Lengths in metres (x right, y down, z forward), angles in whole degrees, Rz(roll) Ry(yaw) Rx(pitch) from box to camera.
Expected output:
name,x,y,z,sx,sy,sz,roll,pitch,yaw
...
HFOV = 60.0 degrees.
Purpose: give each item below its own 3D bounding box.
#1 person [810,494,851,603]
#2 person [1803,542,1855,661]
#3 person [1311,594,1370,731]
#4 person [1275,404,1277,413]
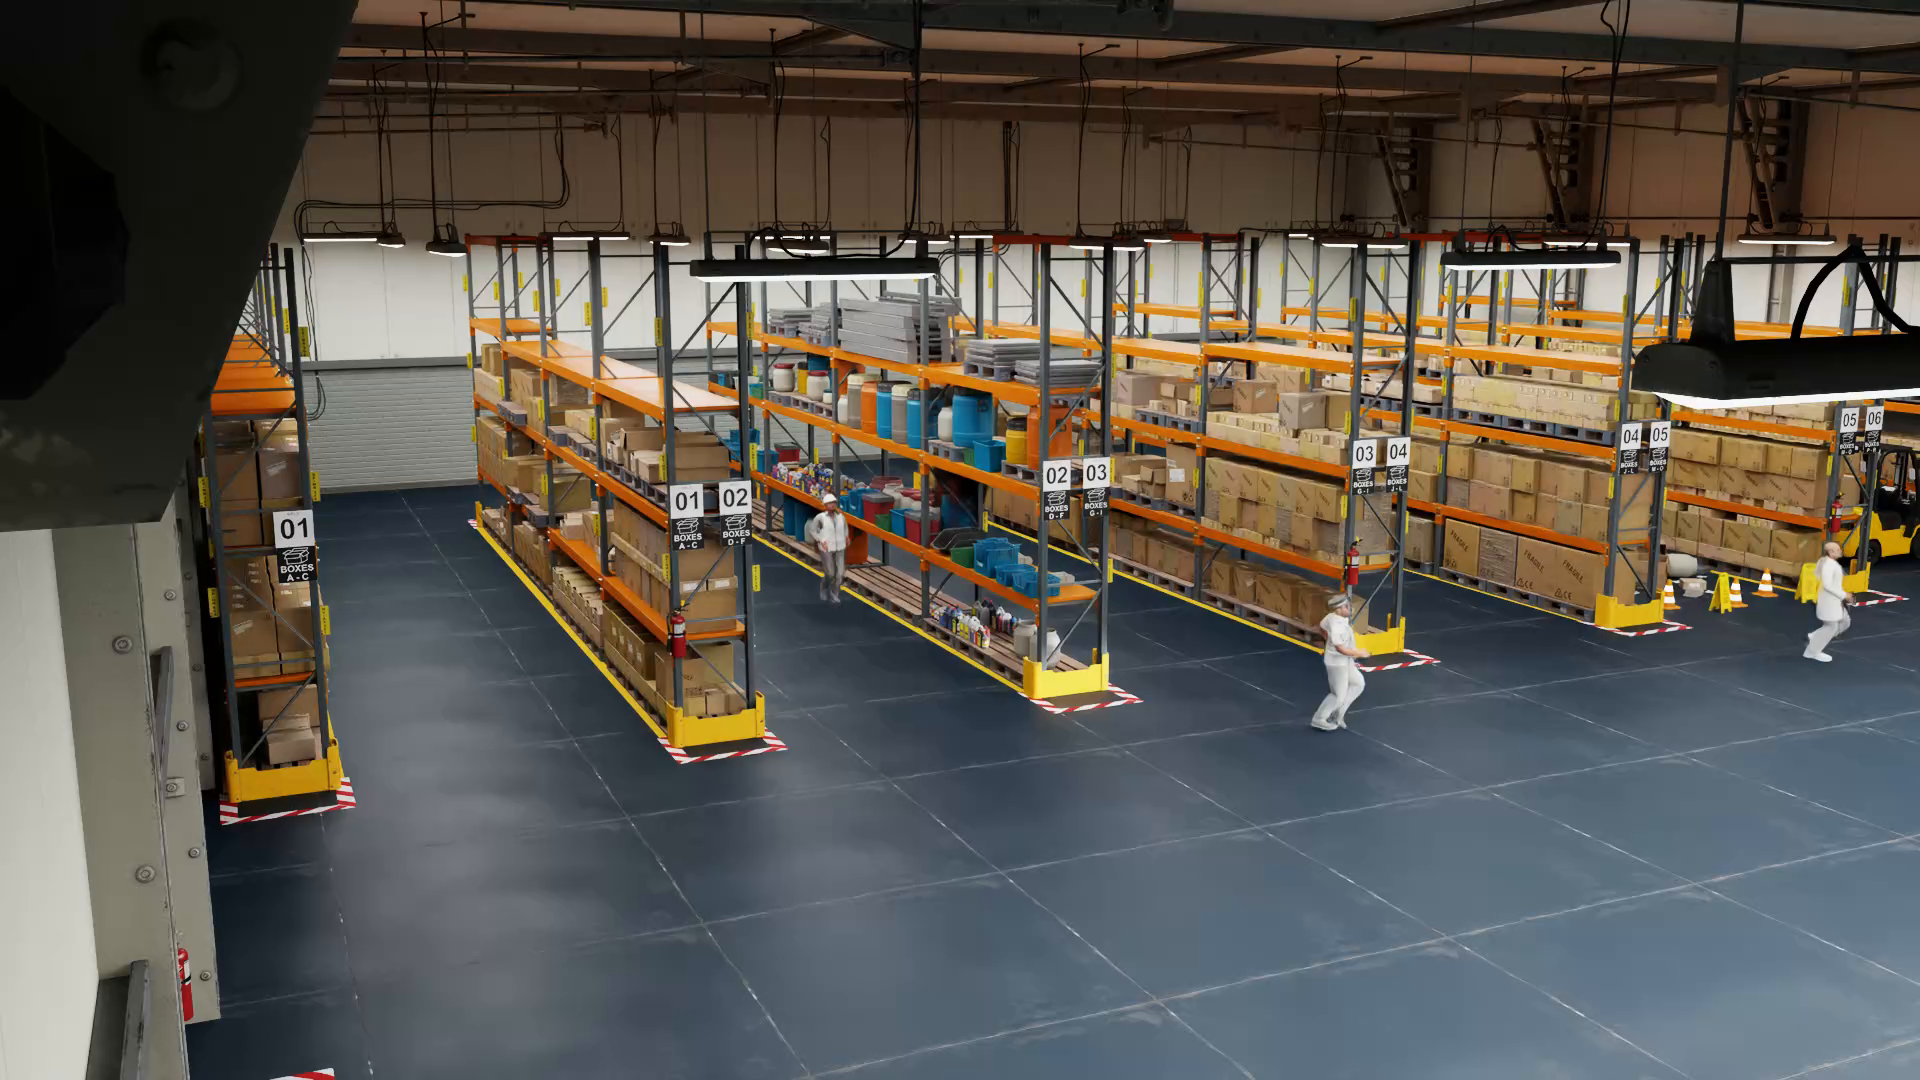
name,x,y,z,sx,sy,sz,roll,pitch,yaw
person,-2.015,0.145,26.337,0.657,1.743,0.562,-6,12,-28
person,12.584,0.886,24.008,0.585,1.738,0.714,5,12,26
person,4.750,1.527,20.719,0.680,1.776,0.674,2,11,11
person,8.223,-2.853,43.653,0.638,1.557,0.529,-2,11,-10
